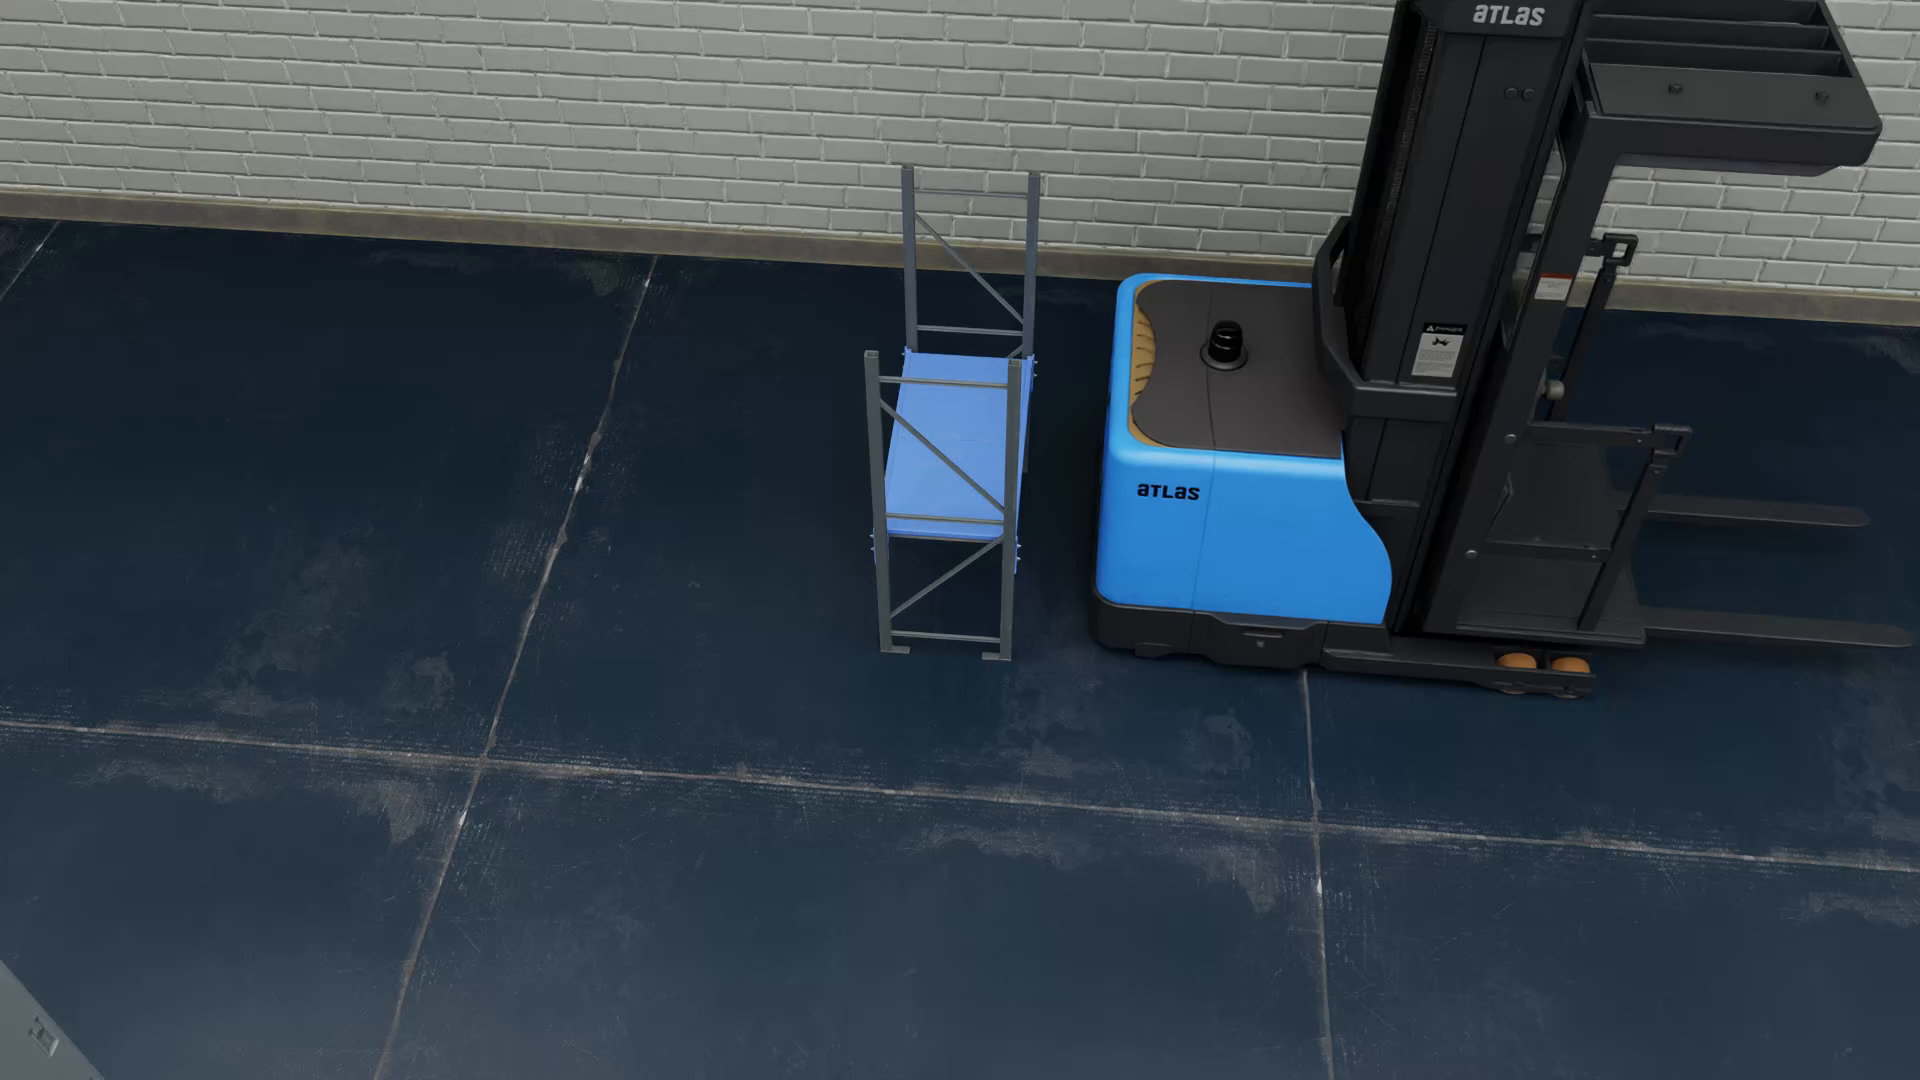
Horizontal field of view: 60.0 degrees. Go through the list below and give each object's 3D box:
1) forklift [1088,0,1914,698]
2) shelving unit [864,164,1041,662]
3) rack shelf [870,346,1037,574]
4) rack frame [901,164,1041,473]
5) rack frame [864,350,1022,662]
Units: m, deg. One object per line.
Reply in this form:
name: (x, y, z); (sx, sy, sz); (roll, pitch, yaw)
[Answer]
forklift: (2.043, -0.812, 5.532); (3.031, 2.935, 1.130); (4, 48, 4)
shelving unit: (-0.008, -0.443, 6.165); (0.538, 1.500, 1.048); (4, 48, 4)
rack shelf: (-0.008, -0.322, 6.298); (0.538, 0.185, 1.000); (4, 48, 4)
rack frame: (0.039, -0.817, 6.507); (0.500, 1.500, 0.032); (4, 48, 4)
rack frame: (-0.054, -0.070, 5.824); (0.500, 1.500, 0.032); (4, 48, 4)
